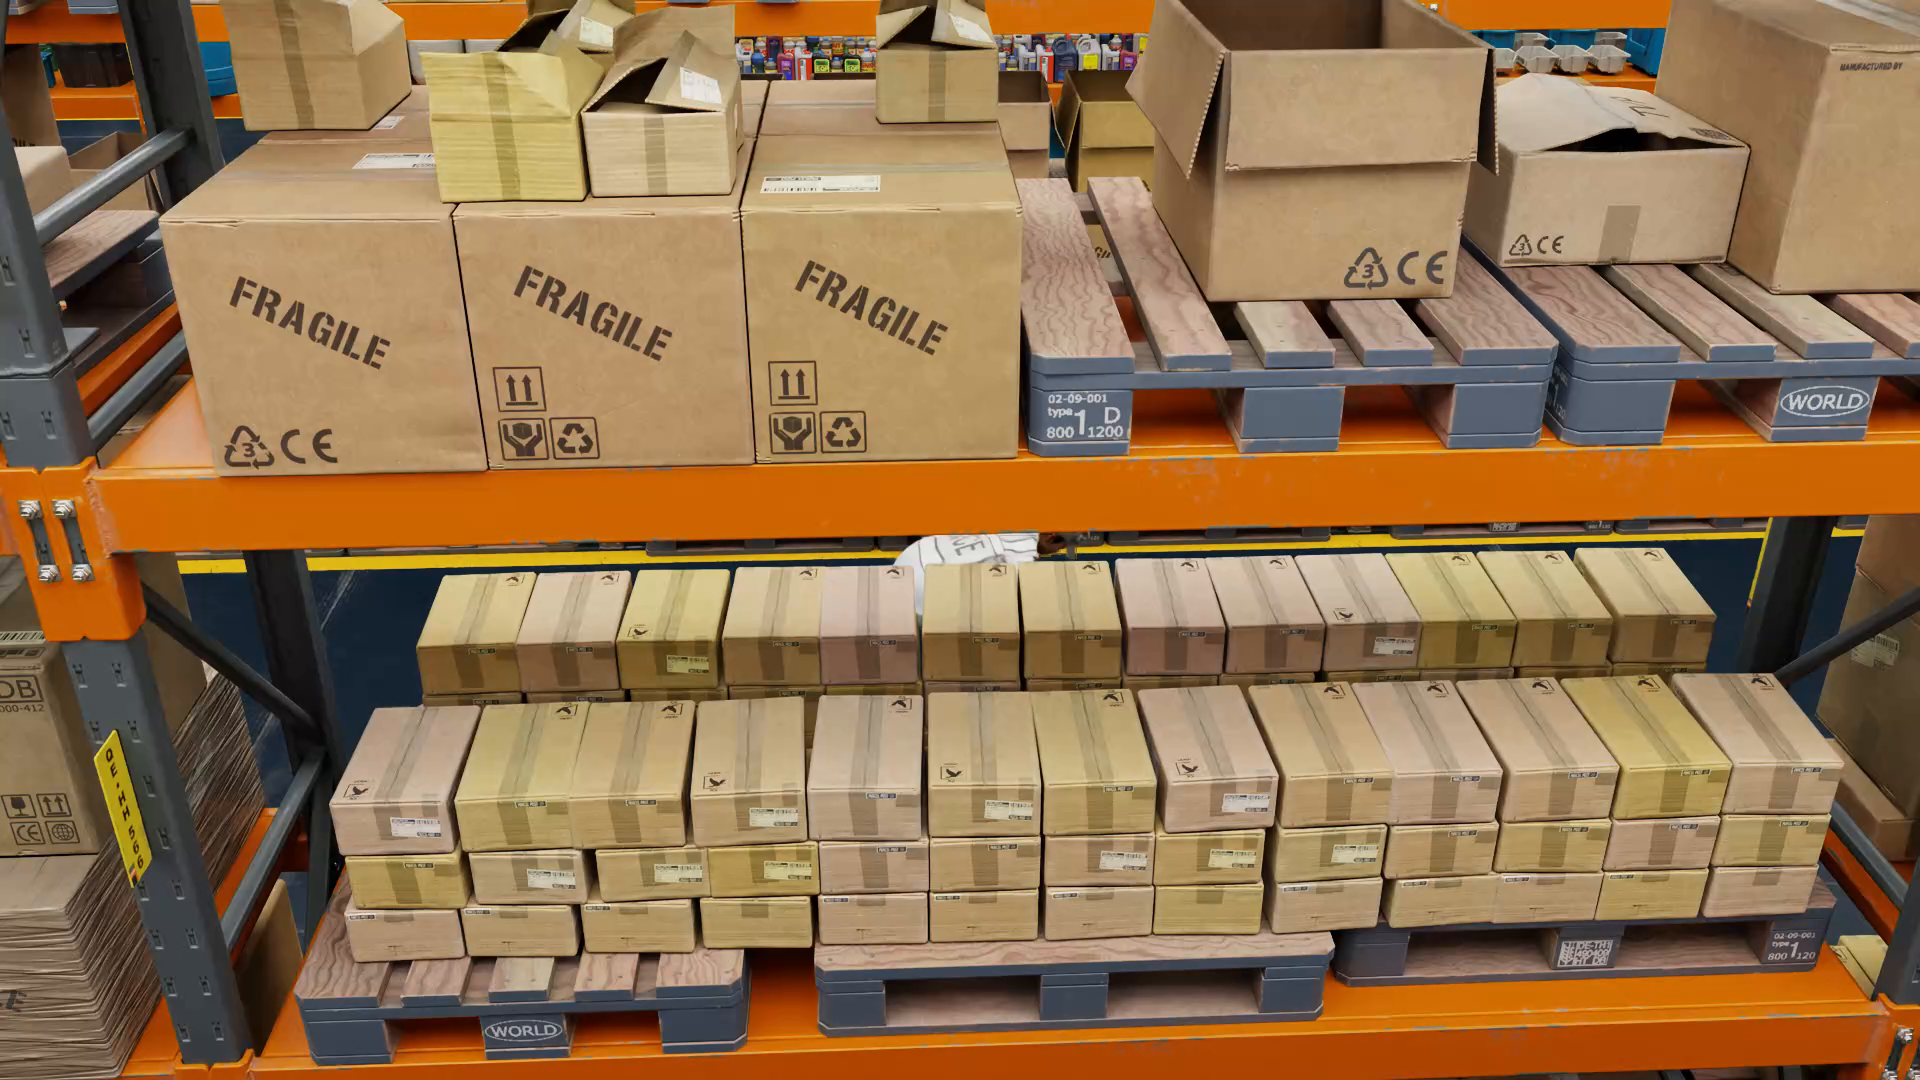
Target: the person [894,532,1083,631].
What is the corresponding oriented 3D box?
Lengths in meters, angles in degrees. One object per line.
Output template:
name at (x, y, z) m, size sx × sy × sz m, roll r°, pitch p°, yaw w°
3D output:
person at (0.128, 0.236, 7.697) m, size 0.890 × 0.805 × 0.531 m, roll -1°, pitch 28°, yaw -3°
